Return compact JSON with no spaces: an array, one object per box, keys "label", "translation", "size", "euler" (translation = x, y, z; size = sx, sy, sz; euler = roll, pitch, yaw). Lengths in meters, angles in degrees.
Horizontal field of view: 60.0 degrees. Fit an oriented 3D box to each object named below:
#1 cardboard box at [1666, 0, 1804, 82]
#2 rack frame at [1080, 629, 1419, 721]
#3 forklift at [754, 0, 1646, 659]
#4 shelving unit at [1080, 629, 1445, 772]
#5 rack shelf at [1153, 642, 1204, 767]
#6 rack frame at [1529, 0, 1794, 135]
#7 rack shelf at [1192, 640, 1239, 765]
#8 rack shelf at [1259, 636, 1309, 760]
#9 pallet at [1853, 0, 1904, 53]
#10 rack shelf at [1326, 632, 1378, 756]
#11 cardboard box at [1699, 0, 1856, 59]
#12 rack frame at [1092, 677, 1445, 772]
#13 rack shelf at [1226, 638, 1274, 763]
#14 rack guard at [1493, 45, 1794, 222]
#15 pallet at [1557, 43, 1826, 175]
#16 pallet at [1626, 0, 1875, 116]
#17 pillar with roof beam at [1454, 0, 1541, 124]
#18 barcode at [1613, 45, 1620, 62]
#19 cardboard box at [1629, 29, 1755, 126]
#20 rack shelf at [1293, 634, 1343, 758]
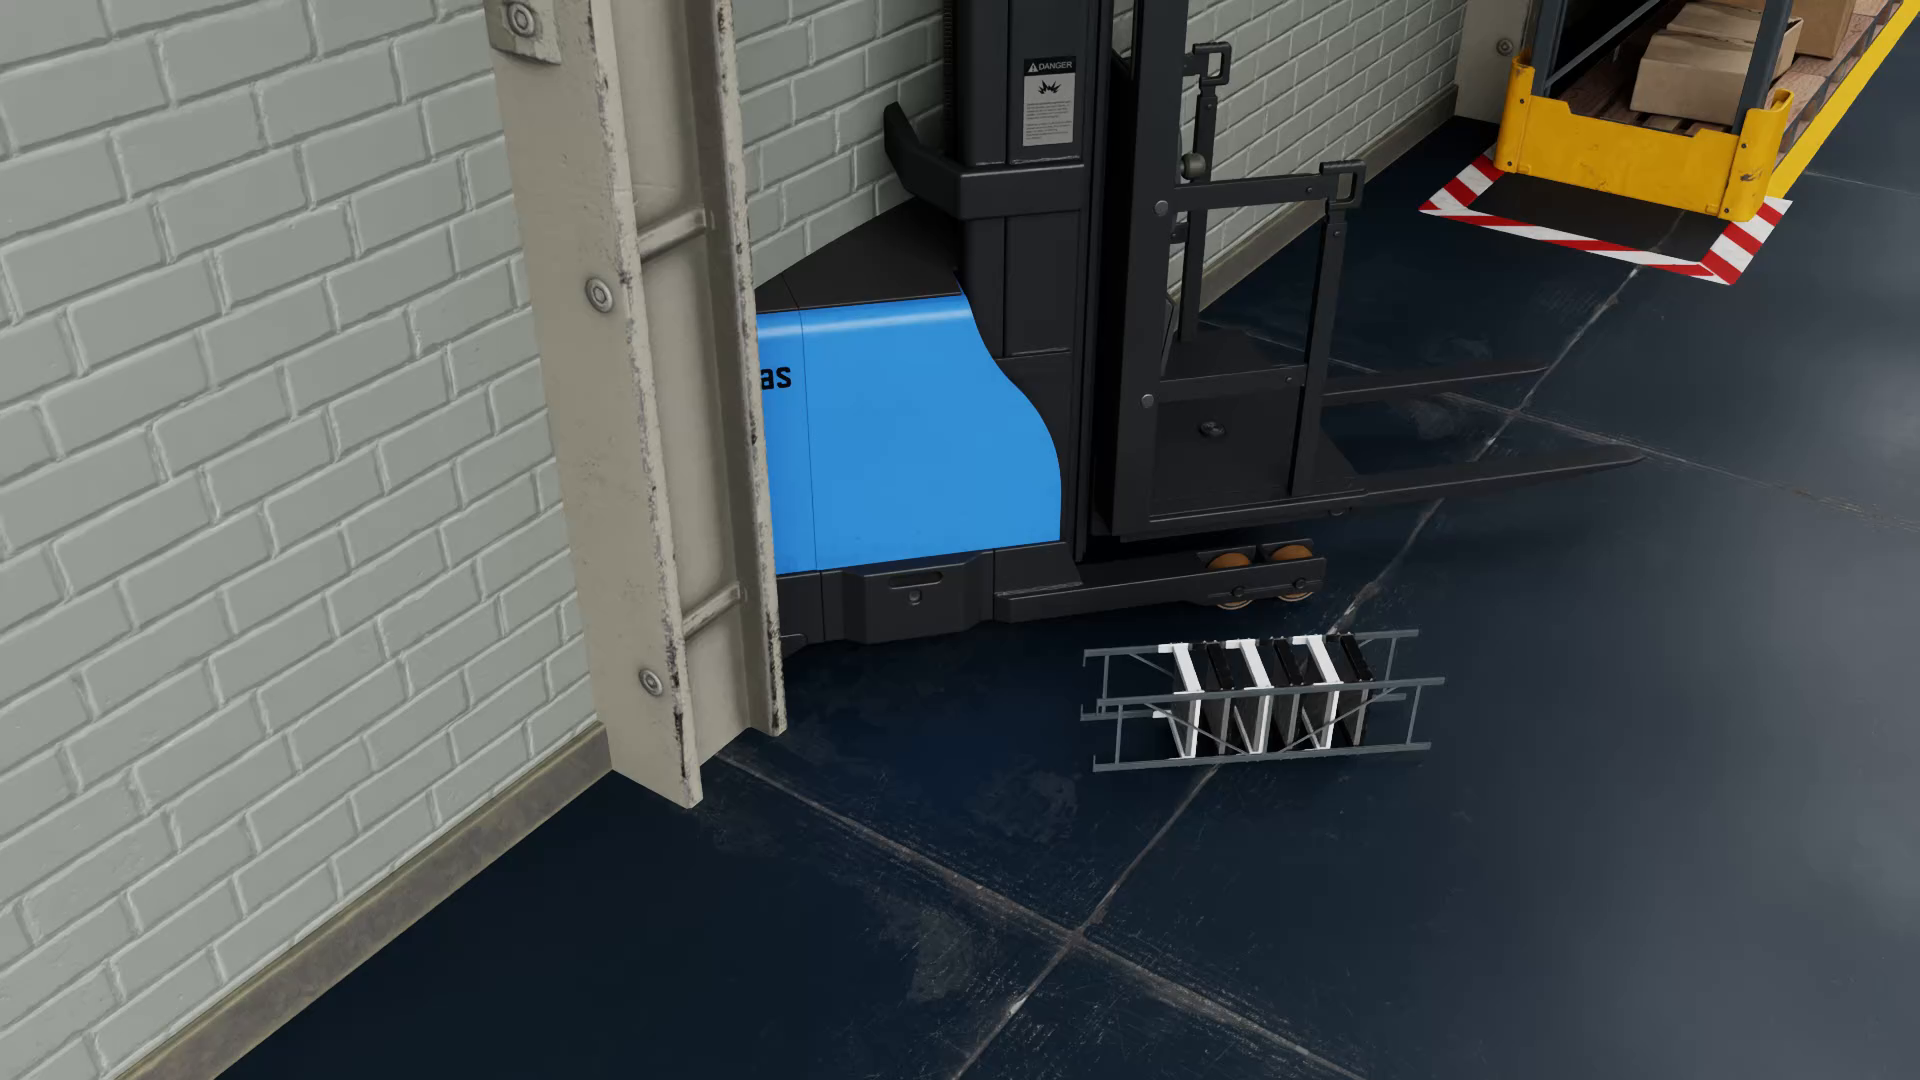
[{"label":"cardboard box","translation":[3.824,-2.480,8.247],"size":[0.500,0.311,0.500],"euler":[25,41,32]},{"label":"rack frame","translation":[0.771,0.362,4.452],"size":[0.900,0.240,0.006],"euler":[-3,34,-5]},{"label":"forklift","translation":[0.613,-1.290,4.541],"size":[3.031,2.935,1.130],"euler":[-7,35,-10]},{"label":"shelving unit","translation":[0.782,0.419,4.368],"size":[0.900,0.258,0.210],"euler":[-3,34,-5]},{"label":"rack shelf","translation":[0.569,0.431,4.350],"size":[0.077,0.258,0.200],"euler":[-3,34,-5]},{"label":"rack frame","translation":[3.030,-2.859,6.800],"size":[1.000,3.000,0.127],"euler":[21,39,28]},{"label":"rack shelf","translation":[0.659,0.426,4.358],"size":[0.077,0.258,0.200],"euler":[-3,34,-5]},{"label":"rack shelf","translation":[0.838,0.416,4.373],"size":[0.077,0.258,0.200],"euler":[-3,34,-5]},{"label":"pallet","translation":[4.957,-3.224,9.830],"size":[1.003,0.211,1.213],"euler":[21,39,28]},{"label":"rack shelf","translation":[1.017,0.406,4.387],"size":[0.077,0.258,0.200],"euler":[-3,34,-5]},{"label":"cardboard box","translation":[4.283,-2.880,8.669],"size":[0.700,0.500,0.500],"euler":[19,38,25]},{"label":"rack frame","translation":[0.792,0.476,4.284],"size":[0.900,0.240,0.006],"euler":[-3,34,-5]},{"label":"rack shelf","translation":[0.748,0.421,4.365],"size":[0.077,0.258,0.200],"euler":[-3,34,-5]},{"label":"rack guard","translation":[3.074,-1.859,7.552],"size":[1.175,0.500,0.348],"euler":[21,39,28]},{"label":"pallet","translation":[3.566,-2.102,8.169],"size":[1.003,0.211,1.213],"euler":[21,39,28]},{"label":"pallet","translation":[4.262,-2.661,8.996],"size":[1.003,0.211,1.213],"euler":[21,39,28]},{"label":"pillar with roof beam","translation":[6.255,-4.568,3.971],"size":[9.100,9.000,0.400],"euler":[21,39,28]},{"label":"barcode","translation":[3.180,-2.357,8.057],"size":[0.001,0.075,0.075],"euler":[21,39,28]},{"label":"cardboard box","translation":[3.499,-2.217,7.859],"size":[0.500,0.311,0.500],"euler":[17,37,23]},{"label":"rack shelf","translation":[0.927,0.411,4.380],"size":[0.077,0.258,0.200],"euler":[-3,34,-5]}]
